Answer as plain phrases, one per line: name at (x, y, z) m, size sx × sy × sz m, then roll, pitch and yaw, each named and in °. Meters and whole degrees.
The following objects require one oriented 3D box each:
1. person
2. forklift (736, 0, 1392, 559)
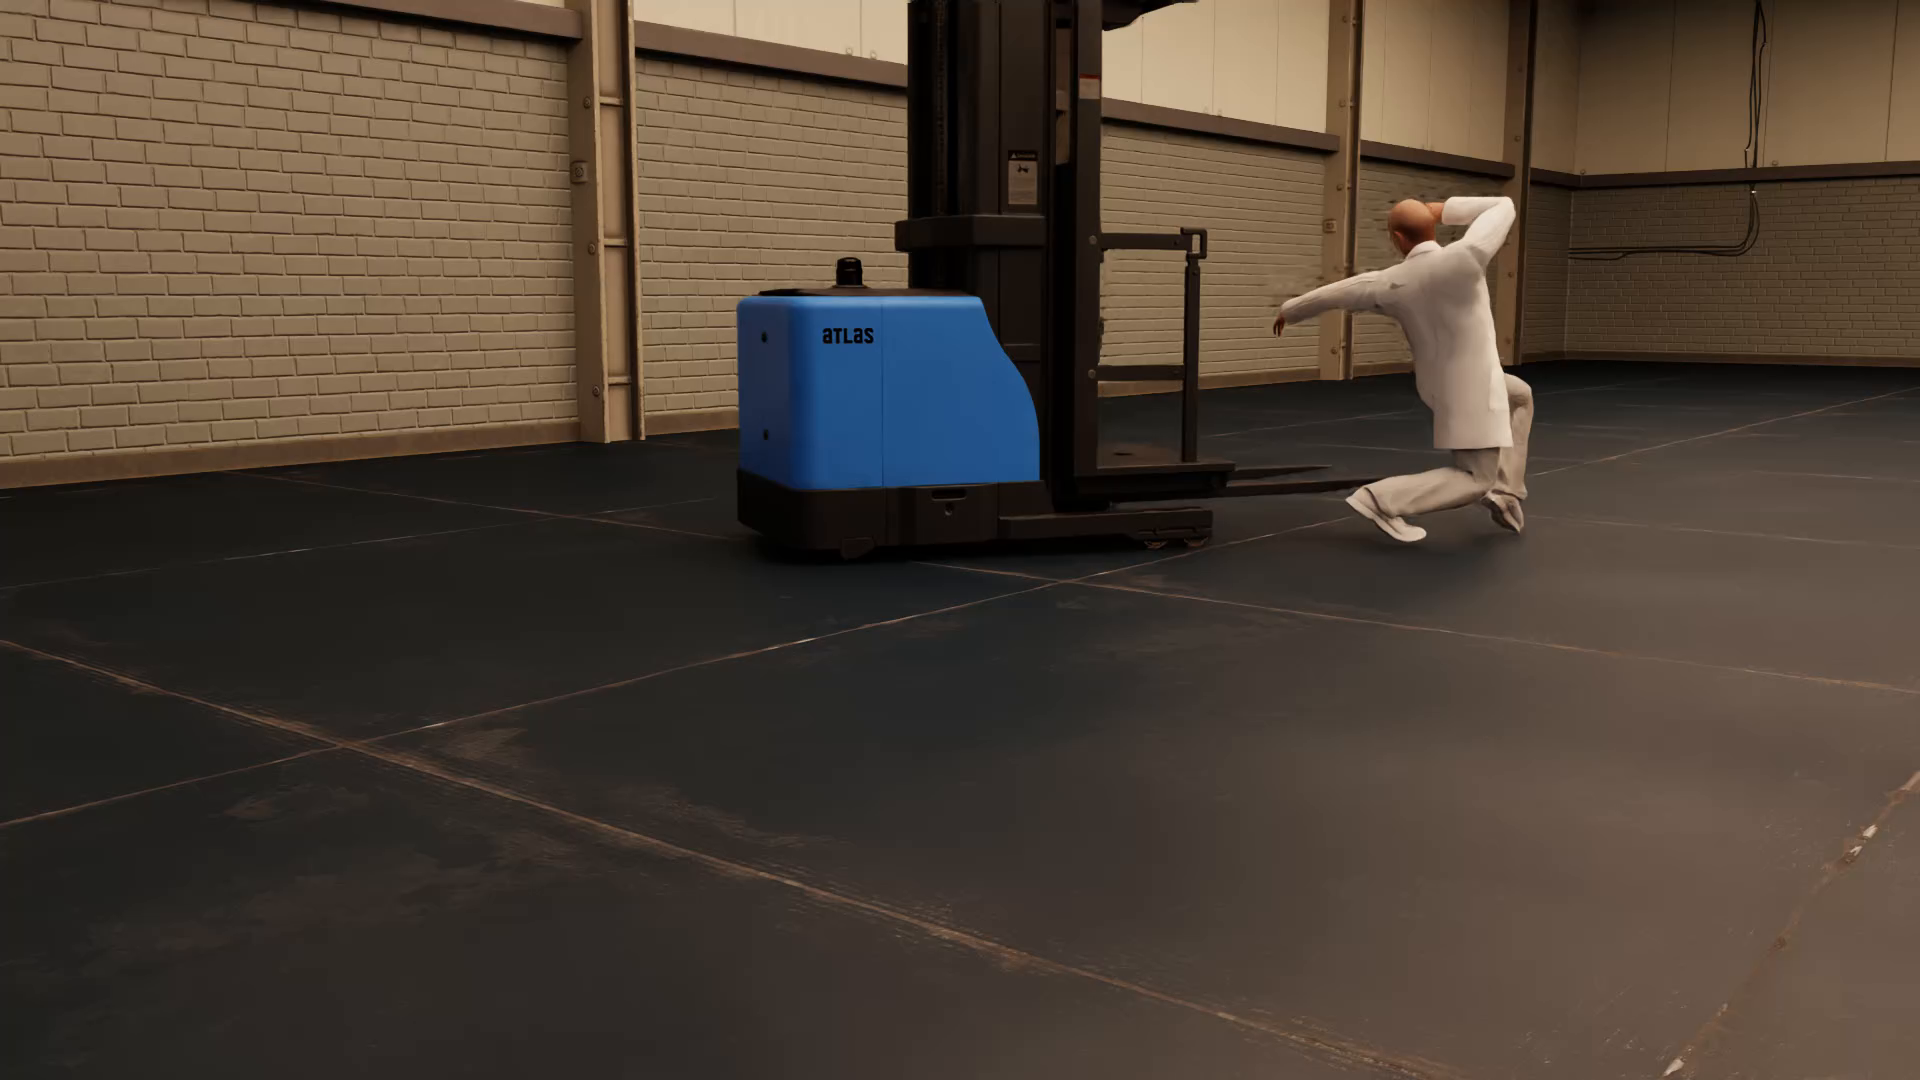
person at (2.050, -0.774, 7.476) m, size 0.977 × 1.500 × 1.103 m, roll -4°, pitch 9°, yaw -26°
forklift at (0.567, -1.484, 7.425) m, size 3.031 × 2.935 × 1.130 m, roll -3°, pitch 9°, yaw -21°
